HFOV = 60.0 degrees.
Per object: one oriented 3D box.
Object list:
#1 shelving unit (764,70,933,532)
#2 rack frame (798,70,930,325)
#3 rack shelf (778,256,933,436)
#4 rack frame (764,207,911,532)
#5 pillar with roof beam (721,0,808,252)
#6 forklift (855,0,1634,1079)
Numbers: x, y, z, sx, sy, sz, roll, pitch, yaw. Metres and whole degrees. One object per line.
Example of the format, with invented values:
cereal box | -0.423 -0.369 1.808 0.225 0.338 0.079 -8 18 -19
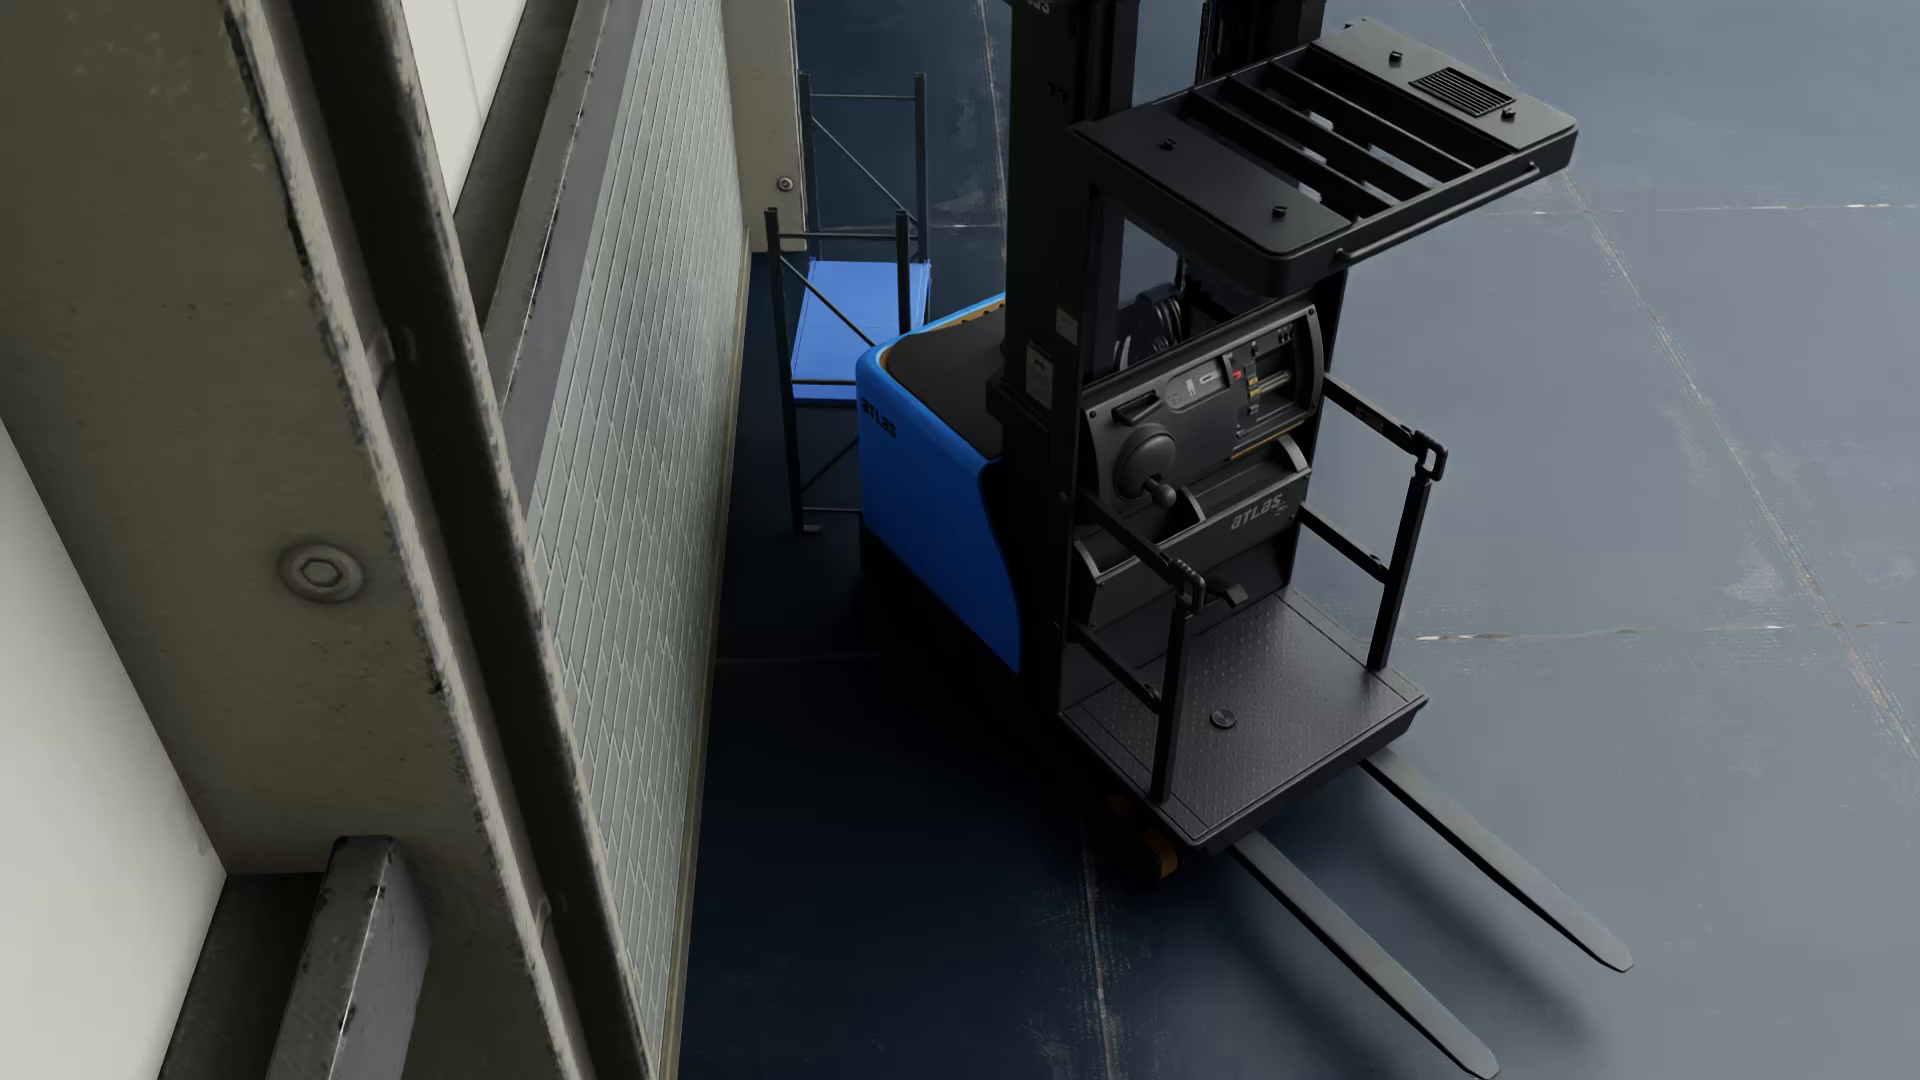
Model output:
shelving unit | -0.407 -0.935 6.660 0.538 1.500 1.048 2 43 2
rack frame | -0.384 -1.278 7.034 0.500 1.500 0.032 2 43 2
rack shelf | -0.407 -0.802 6.781 0.538 0.185 1.000 2 43 2
rack frame | -0.430 -0.592 6.286 0.500 1.500 0.032 2 43 2
pillar with roof beam | 3.368 -5.019 5.566 9.100 9.000 0.400 -2 43 -2
forklift | 0.882 -0.333 4.945 1.130 2.935 3.031 -26 49 -26
